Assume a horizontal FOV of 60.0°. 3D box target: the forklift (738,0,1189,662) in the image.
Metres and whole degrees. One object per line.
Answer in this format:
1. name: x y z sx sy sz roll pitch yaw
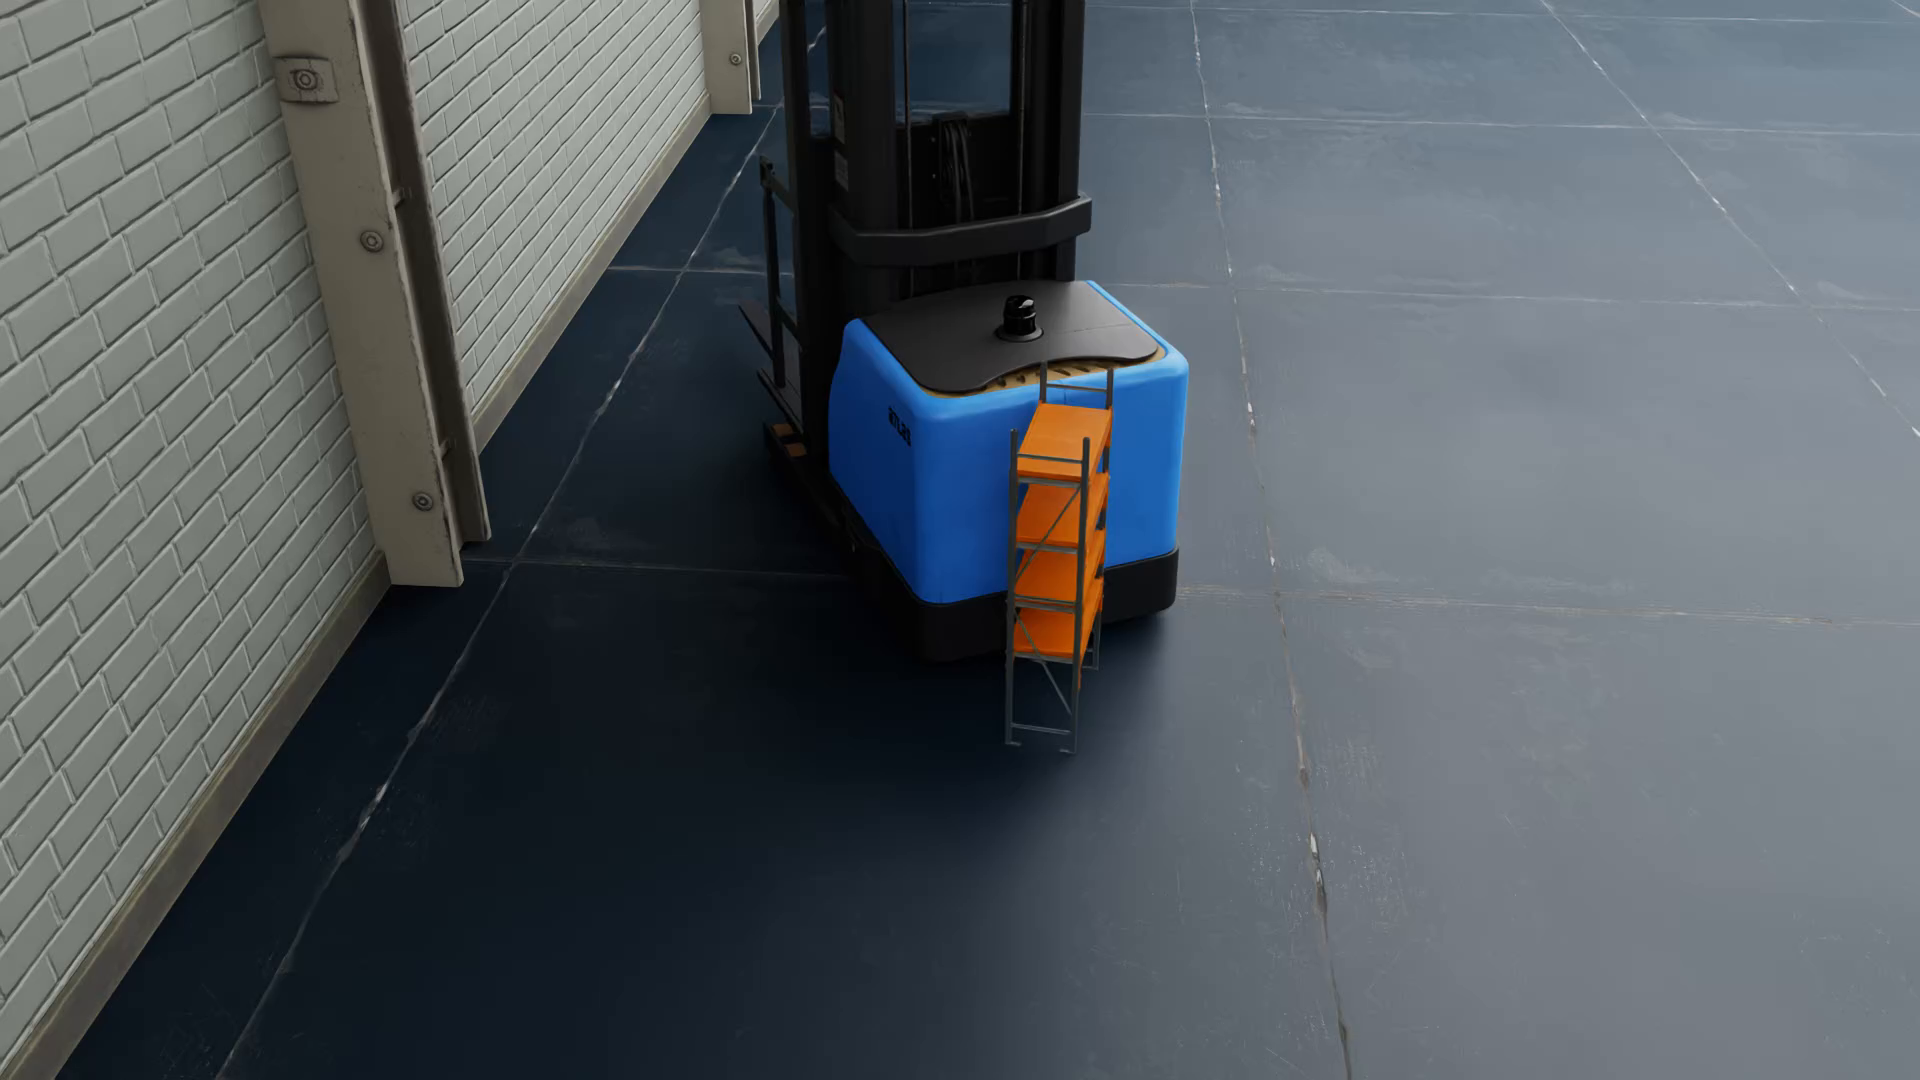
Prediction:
1. forklift: -0.214 -1.575 6.512 1.130 2.935 3.031 -12 34 -19

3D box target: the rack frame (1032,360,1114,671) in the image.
1. rack frame: 0.380 -0.057 5.697 0.240 1.200 0.015 7 32 11

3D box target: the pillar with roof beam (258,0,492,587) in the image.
1. pillar with roof beam: 2.211 -3.575 3.973 9.100 9.000 0.400 2 32 4

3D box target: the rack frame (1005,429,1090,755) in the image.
1. rack frame: 0.271 0.193 5.292 0.240 1.200 0.015 7 32 11

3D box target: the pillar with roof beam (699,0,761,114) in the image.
1. pillar with roof beam: 2.699 -6.712 9.064 9.100 9.000 0.400 2 32 4

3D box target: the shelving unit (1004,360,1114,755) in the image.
1. shelving unit: 0.325 0.068 5.495 0.258 1.200 0.503 7 32 11

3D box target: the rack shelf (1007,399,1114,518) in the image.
1. rack shelf: 0.325 -0.266 5.288 0.258 0.148 0.480 7 32 11

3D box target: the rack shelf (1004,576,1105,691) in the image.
1. rack shelf: 0.325 0.294 5.634 0.258 0.148 0.480 7 32 11

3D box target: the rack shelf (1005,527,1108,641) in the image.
1. rack shelf: 0.325 0.126 5.530 0.258 0.148 0.480 7 32 11

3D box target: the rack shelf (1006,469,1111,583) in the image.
1. rack shelf: 0.325 -0.065 5.412 0.258 0.148 0.480 7 32 11
